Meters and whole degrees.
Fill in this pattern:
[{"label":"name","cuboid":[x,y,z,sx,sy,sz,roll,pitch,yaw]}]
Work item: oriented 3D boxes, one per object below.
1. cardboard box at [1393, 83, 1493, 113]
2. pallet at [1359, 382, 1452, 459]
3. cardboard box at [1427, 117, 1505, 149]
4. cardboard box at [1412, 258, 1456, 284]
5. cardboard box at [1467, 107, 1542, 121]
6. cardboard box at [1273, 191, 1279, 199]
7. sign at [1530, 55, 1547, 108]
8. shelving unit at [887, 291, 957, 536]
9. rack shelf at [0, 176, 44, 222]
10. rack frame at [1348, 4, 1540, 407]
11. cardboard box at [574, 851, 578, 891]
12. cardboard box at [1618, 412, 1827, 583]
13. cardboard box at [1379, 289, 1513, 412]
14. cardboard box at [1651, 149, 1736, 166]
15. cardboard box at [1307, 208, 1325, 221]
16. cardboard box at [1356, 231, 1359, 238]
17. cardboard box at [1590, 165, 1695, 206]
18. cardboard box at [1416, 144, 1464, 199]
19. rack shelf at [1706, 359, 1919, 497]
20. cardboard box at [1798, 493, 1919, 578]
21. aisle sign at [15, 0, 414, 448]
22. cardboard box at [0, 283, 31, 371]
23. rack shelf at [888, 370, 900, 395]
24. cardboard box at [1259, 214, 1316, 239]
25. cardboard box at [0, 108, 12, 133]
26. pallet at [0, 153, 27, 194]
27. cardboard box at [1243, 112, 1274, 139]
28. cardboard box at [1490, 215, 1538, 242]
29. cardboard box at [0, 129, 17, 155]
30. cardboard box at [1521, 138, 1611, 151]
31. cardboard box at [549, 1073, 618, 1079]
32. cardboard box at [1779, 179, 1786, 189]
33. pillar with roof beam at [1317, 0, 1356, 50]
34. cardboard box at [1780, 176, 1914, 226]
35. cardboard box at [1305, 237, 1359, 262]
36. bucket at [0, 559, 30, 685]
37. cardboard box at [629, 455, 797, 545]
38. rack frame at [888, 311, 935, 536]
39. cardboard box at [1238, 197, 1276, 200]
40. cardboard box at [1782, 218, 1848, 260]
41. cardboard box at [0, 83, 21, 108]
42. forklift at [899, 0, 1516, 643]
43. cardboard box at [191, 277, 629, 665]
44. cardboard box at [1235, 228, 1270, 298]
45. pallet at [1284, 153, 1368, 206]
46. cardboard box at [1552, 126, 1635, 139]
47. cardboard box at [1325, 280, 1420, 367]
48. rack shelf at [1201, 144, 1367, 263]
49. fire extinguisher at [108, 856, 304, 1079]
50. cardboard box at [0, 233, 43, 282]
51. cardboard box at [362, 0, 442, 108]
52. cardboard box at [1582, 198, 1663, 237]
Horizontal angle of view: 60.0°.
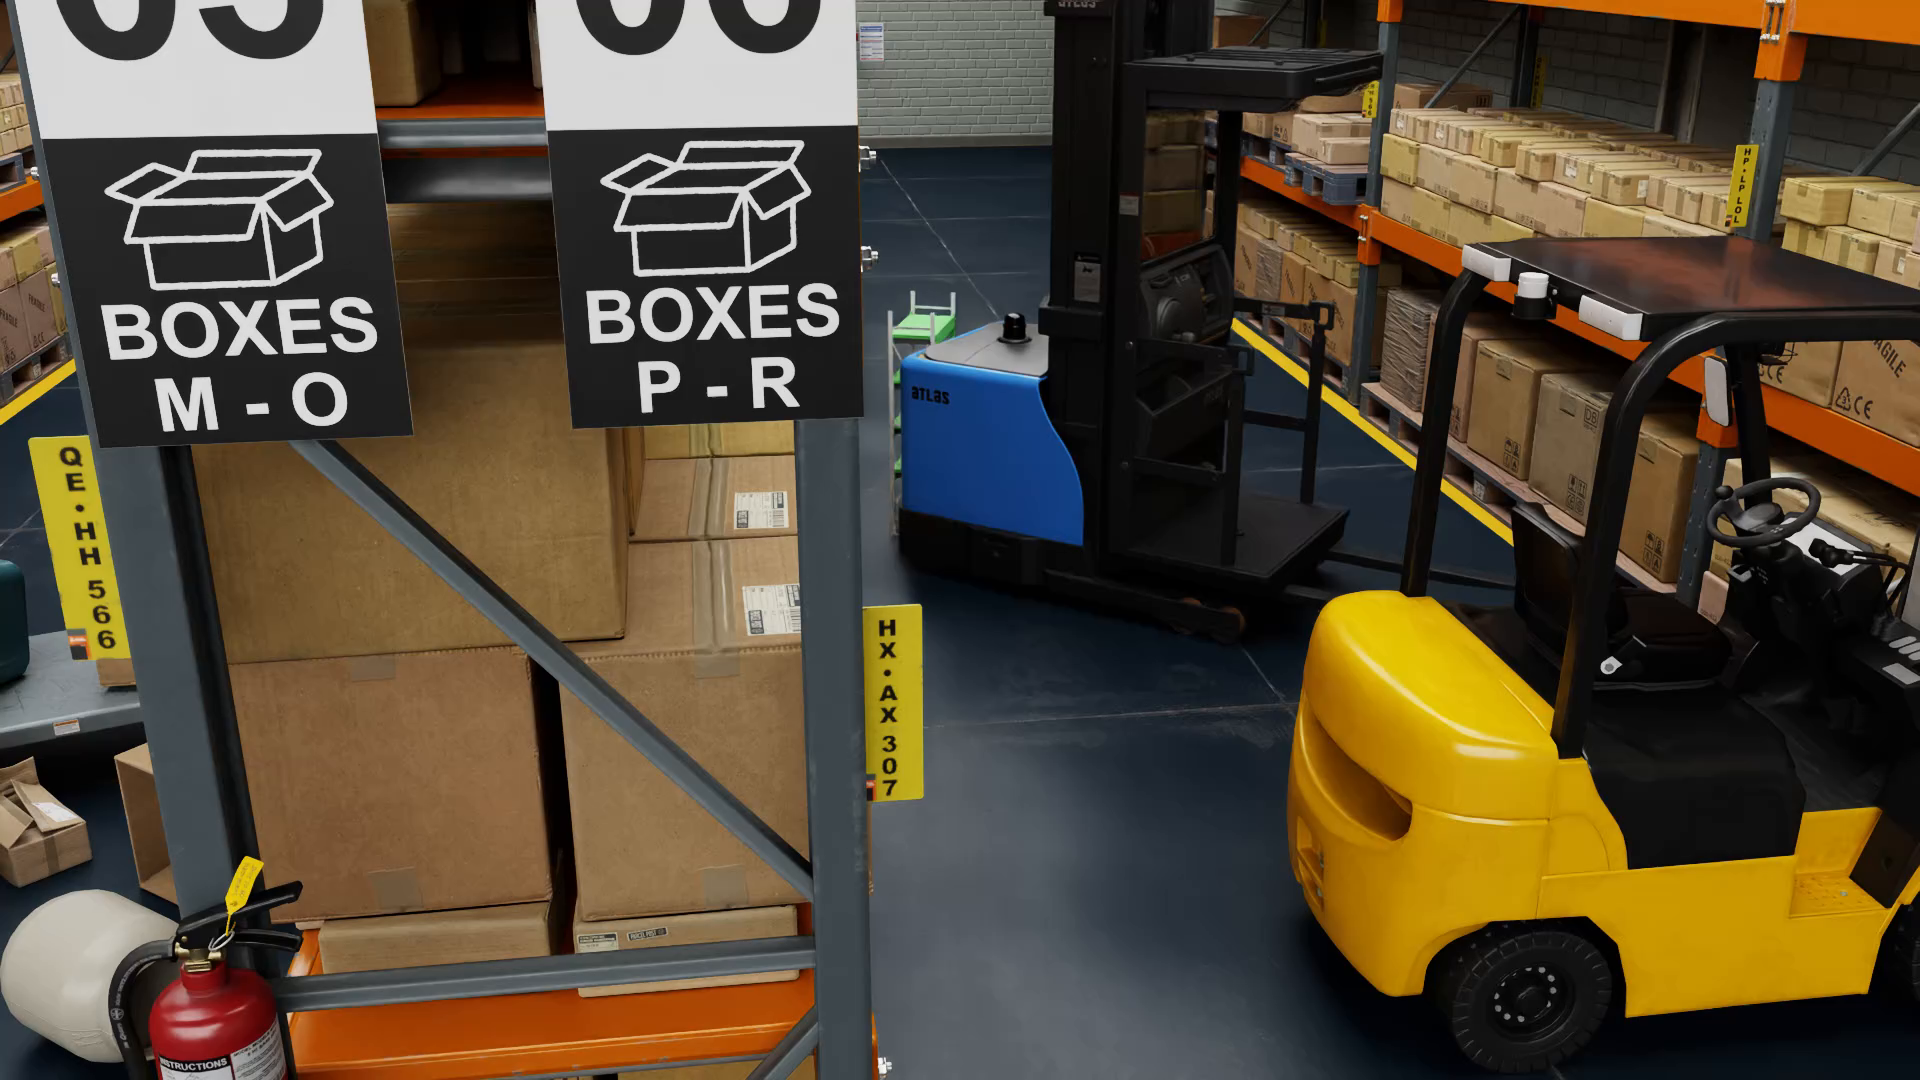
[{"label":"cardboard box","cuboid":[3.195,-2.768,11.096,0.500,0.500,0.500,-2,21,-5]},{"label":"pallet","cuboid":[3.195,-0.745,10.408,1.003,0.211,1.213,-3,21,-8]},{"label":"cardboard box","cuboid":[2.972,-2.383,9.740,0.380,0.149,0.250,-2,21,-6]},{"label":"cardboard box","cuboid":[3.348,-1.864,11.465,0.380,0.149,0.250,-2,21,-5]},{"label":"cardboard box","cuboid":[3.362,-2.586,10.283,0.380,0.149,0.250,-2,21,-6]},{"label":"cardboard box","cuboid":[2.877,-2.940,14.345,0.380,0.149,0.250,-4,21,-10]},{"label":"sign","cuboid":[3.664,-2.909,10.564,0.100,0.325,0.005,-3,21,-8]},{"label":"shelving unit","cuboid":[-0.194,-0.666,8.785,0.258,1.200,0.503,4,21,11]},{"label":"rack shelf","cuboid":[-6.969,-2.157,11.233,1.077,0.370,4.000,-3,21,-8]},{"label":"rack frame","cuboid":[3.115,-2.338,10.689,1.000,3.000,0.127,-3,21,-8]},{"label":"cardboard box","cuboid":[-0.538,0.587,3.218,0.380,0.149,0.250,-3,21,-7]},{"label":"cardboard box","cuboid":[3.605,-0.217,7.805,0.875,0.625,0.625,-2,21,-5]},{"label":"cardboard box","cuboid":[3.191,-1.206,10.451,0.875,0.625,0.625,-2,21,-6]},{"label":"cardboard box","cuboid":[3.722,-1.880,8.393,0.380,0.149,0.250,-3,21,-8]},{"label":"cardboard box","cuboid":[3.013,-2.580,13.381,0.380,0.149,0.250,-2,21,-6]},{"label":"cardboard box","cuboid":[3.188,-2.226,12.434,0.380,0.149,0.250,-3,21,-9]},{"label":"cardboard box","cuboid":[3.215,-1.671,7.833,0.380,0.149,0.250,-4,21,-9]},{"label":"cardboard box","cuboid":[3.008,-2.162,9.719,0.500,0.250,0.500,-2,21,-6]},{"label":"rack shelf","cuboid":[3.980,0.076,5.252,1.077,0.370,4.000,-3,21,-8]},{"label":"cardboard box","cuboid":[3.514,0.031,6.247,0.500,0.250,0.500,-3,21,-8]},{"label":"aisle sign","cuboid":[-0.921,-0.498,2.047,0.394,0.787,0.004,-3,21,-8]},{"label":"cardboard box","cuboid":[-6.684,-1.437,11.248,0.500,0.500,0.500,-3,21,-9]},{"label":"rack shelf","cuboid":[-0.194,-0.831,8.723,0.258,0.148,0.480,4,21,11]},{"label":"cardboard box","cuboid":[2.577,-2.466,13.077,0.380,0.149,0.250,-2,21,-6]},{"label":"cardboard box","cuboid":[-6.852,-2.915,11.568,0.380,0.149,0.250,-4,21,-11]},{"label":"pallet","cuboid":[-7.006,-2.395,11.116,1.003,0.211,1.213,-3,21,-8]},{"label":"cardboard box","cuboid":[2.574,-3.337,12.619,0.700,0.500,0.500,-3,21,-8]},{"label":"cardboard box","cuboid":[3.159,-1.570,8.846,0.500,0.250,0.500,-2,21,-6]},{"label":"cardboard box","cuboid":[-6.850,-2.779,11.628,0.380,0.149,0.250,-4,21,-10]},{"label":"cardboard box","cuboid":[3.199,-2.032,8.799,0.380,0.149,0.250,-3,21,-8]},{"label":"cardboard box","cuboid":[-1.017,1.159,3.583,0.500,0.500,0.500,-3,21,-7]},{"label":"cardboard box","cuboid":[3.866,-1.532,7.460,0.380,0.149,0.250,-4,21,-10]},{"label":"pillar with roof beam","cuboid":[-0.930,-6.603,13.533,9.100,9.000,0.400,-3,21,-8]},{"label":"cardboard box","cuboid":[3.444,-1.318,6.462,0.380,0.149,0.250,-2,21,-7]},{"label":"cardboard box","cuboid":[2.736,-2.106,12.112,0.380,0.149,0.250,-2,21,-6]},{"label":"bucket","cuboid":[-3.803,0.336,6.037,0.726,0.611,0.620,4,11,11]},{"label":"cardboard box","cuboid":[-0.515,0.140,3.486,0.500,0.500,0.500,-2,21,-6]},{"label":"rack frame","cuboid":[-0.244,-0.583,8.561,0.240,1.200,0.015,4,21,11]},{"label":"cardboard box","cuboid":[2.443,-2.823,14.032,0.380,0.149,0.250,-3,21,-9]},{"label":"cardboard box","cuboid":[3.477,-1.180,6.519,0.380,0.149,0.250,-3,21,-9]},{"label":"cardboard box","cuboid":[-6.893,-3.142,11.749,0.380,0.149,0.250,-3,21,-8]},{"label":"forklift","cuboid":[1.220,-1.121,7.529,3.031,2.935,1.130,12,24,29]},{"label":"cardboard box","cuboid":[-0.933,-0.137,2.798,0.700,0.500,0.500,-3,21,-9]},{"label":"cardboard box","cuboid":[2.539,-2.213,13.326,0.500,0.500,0.500,-4,21,-9]},{"label":"pallet","cuboid":[2.948,-2.479,11.341,1.213,0.211,1.003,-3,21,-8]},{"label":"cardboard box","cuboid":[3.552,-2.233,9.337,0.380,0.149,0.250,-3,21,-8]},{"label":"cardboard box","cuboid":[2.841,-1.499,11.415,0.500,0.500,0.500,-2,21,-6]},{"label":"rack shelf","cuboid":[2.827,-2.693,12.668,1.077,0.370,4.000,-3,21,-8]},{"label":"fire extinguisher","cuboid":[-1.083,0.783,2.444,0.296,0.674,0.183,-3,21,-8]},{"label":"cardboard box","cuboid":[-6.748,-1.958,11.571,0.500,0.250,0.500,-4,21,-10]},{"label":"cardboard box","cuboid":[-0.971,-0.713,2.411,0.380,0.149,0.250,-3,21,-8]},{"label":"cardboard box","cuboid":[3.286,-1.452,7.816,0.500,0.250,0.500,-3,21,-9]}]
